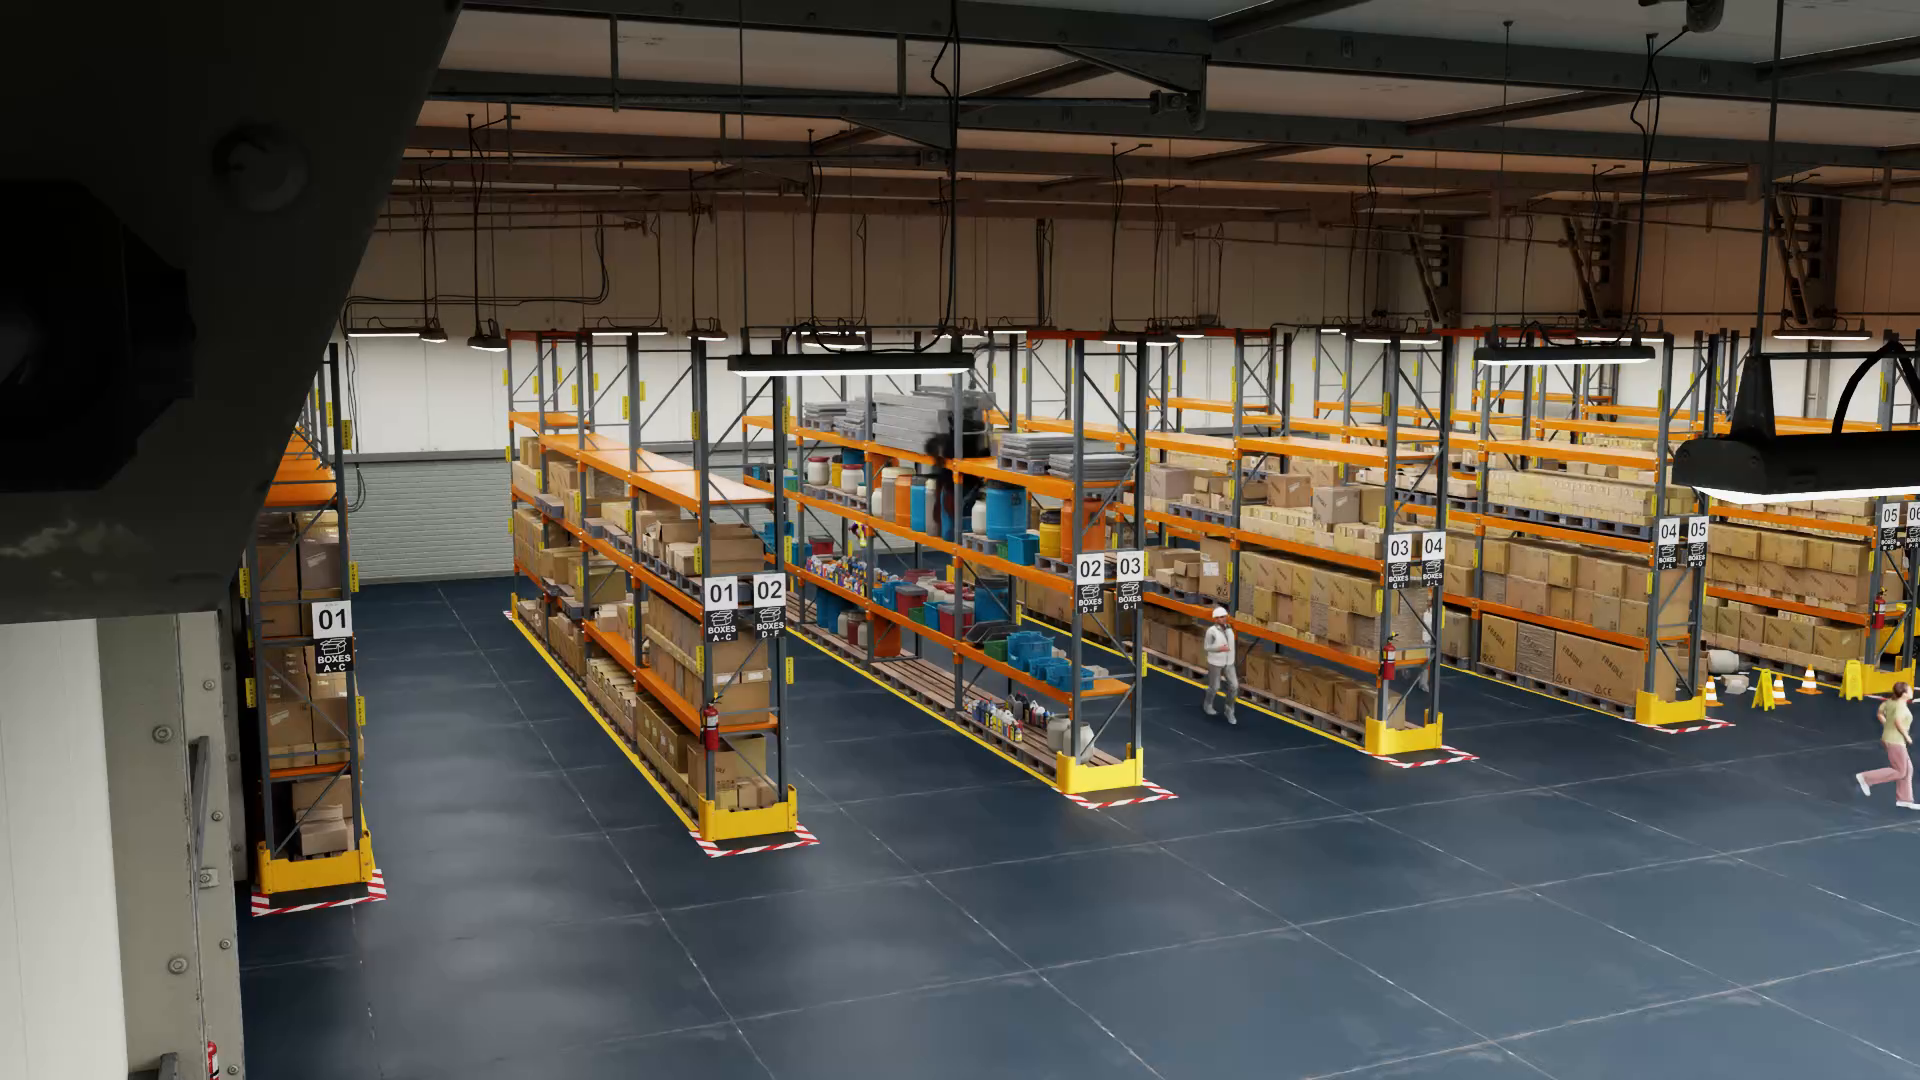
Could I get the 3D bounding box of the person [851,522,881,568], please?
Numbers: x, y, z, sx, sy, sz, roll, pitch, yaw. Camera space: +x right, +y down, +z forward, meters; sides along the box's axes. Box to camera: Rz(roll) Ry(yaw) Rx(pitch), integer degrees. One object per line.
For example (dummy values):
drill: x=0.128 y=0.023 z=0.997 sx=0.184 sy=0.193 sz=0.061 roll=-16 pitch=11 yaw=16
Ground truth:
person: x=-2.152 y=0.140 z=39.029 sx=0.981 sy=1.754 sz=0.664 roll=-2 pitch=8 yaw=-12

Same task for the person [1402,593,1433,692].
person: x=7.822 y=1.704 z=28.182 sx=0.599 sy=1.661 sz=0.696 roll=-4 pitch=9 yaw=-29

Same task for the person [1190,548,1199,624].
person: x=4.532 y=0.987 z=33.163 sx=0.562 sy=1.715 sz=0.857 roll=-3 pitch=8 yaw=-23

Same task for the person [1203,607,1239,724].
person: x=4.055 y=1.950 z=25.887 sx=0.638 sy=1.835 sz=0.777 roll=-3 pitch=8 yaw=-22

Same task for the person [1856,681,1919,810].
person: x=11.993 y=2.634 z=21.424 sx=0.795 sy=1.639 sz=0.604 roll=1 pitch=8 yaw=10
